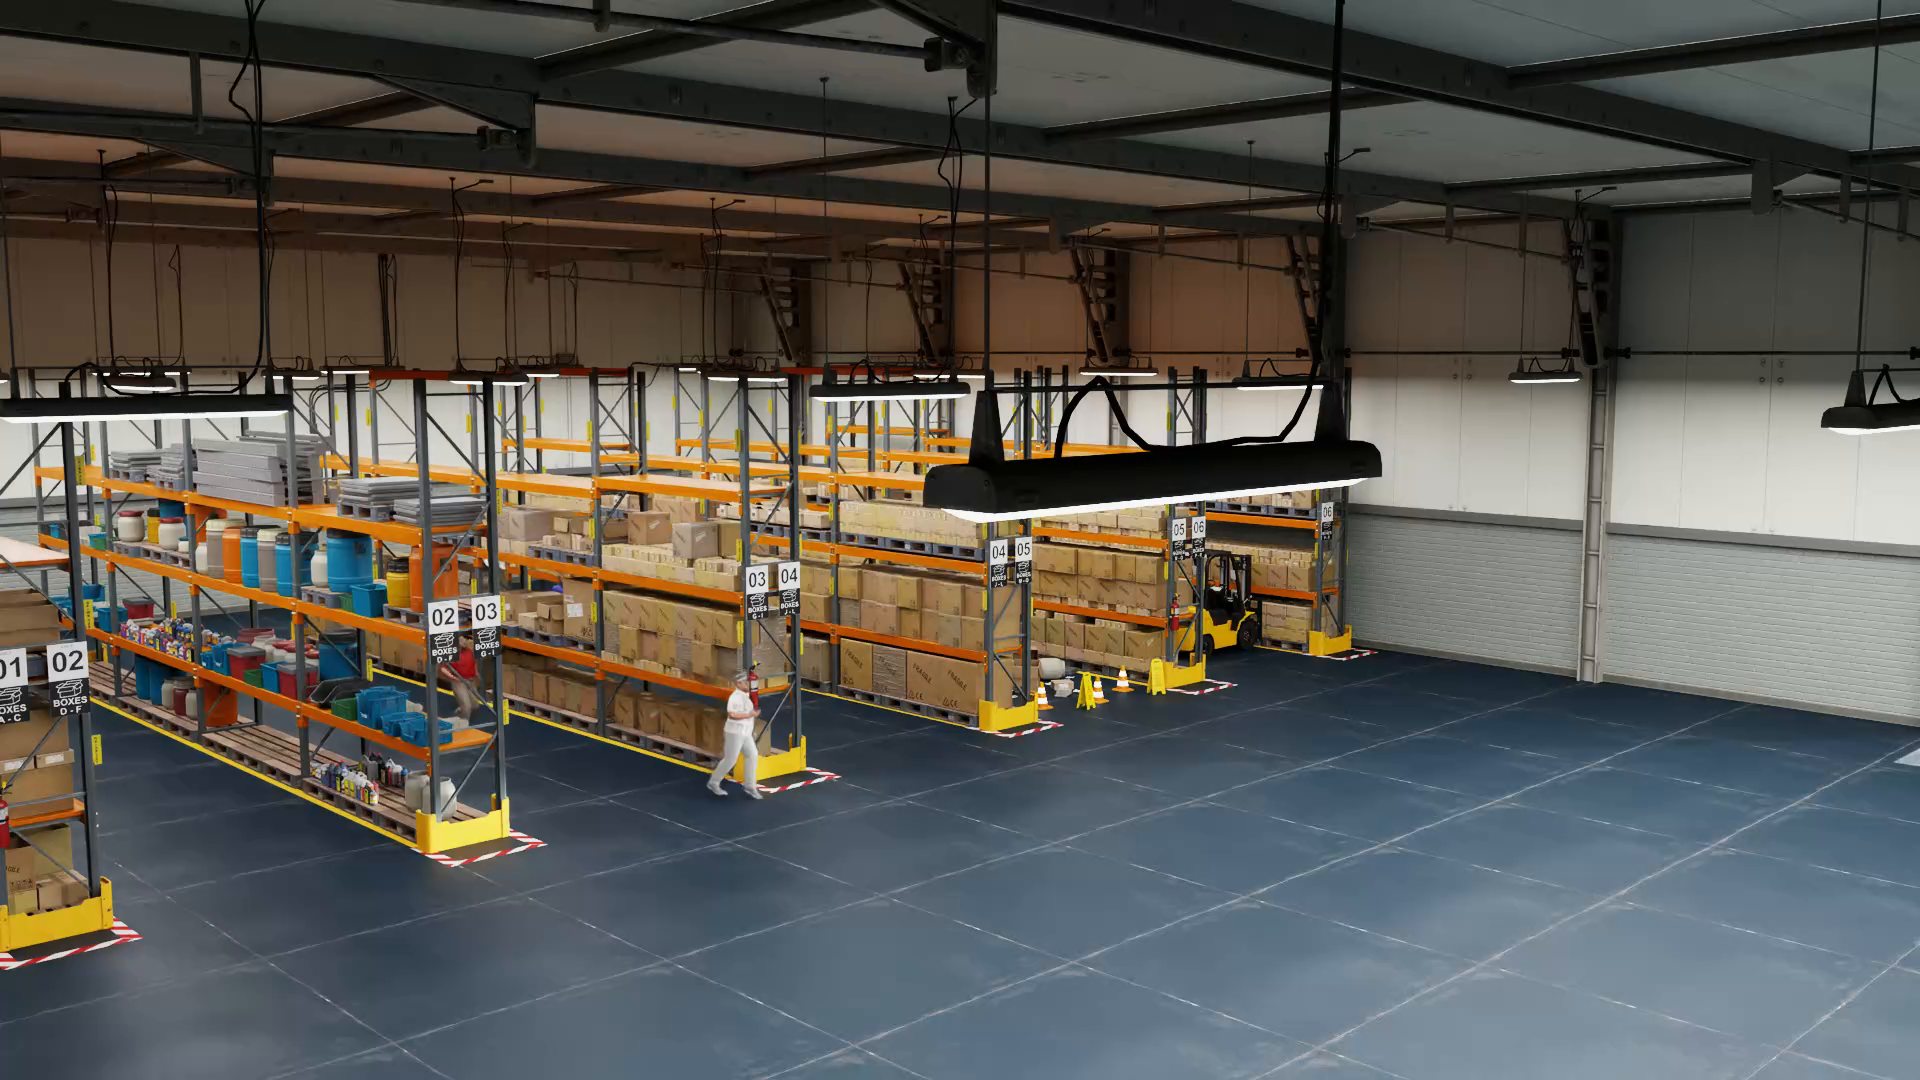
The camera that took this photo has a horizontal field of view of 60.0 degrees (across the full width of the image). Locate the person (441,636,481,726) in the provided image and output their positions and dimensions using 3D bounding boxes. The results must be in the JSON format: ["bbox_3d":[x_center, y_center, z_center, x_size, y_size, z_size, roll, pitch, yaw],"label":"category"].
[{"bbox_3d":[-8.250,2.394,27.524,0.645,1.675,0.664,5,8,36],"label":"person"}]

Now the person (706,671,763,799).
[{"bbox_3d":[-3.183,2.787,23.729,0.807,1.847,0.639,1,7,13],"label":"person"}]

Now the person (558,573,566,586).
[{"bbox_3d":[-8.469,1.524,35.495,0.574,1.658,0.792,-5,8,-40],"label":"person"}]

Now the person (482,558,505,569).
[{"bbox_3d":[-11.300,1.006,39.900,0.671,1.722,0.673,3,7,27],"label":"person"}]
